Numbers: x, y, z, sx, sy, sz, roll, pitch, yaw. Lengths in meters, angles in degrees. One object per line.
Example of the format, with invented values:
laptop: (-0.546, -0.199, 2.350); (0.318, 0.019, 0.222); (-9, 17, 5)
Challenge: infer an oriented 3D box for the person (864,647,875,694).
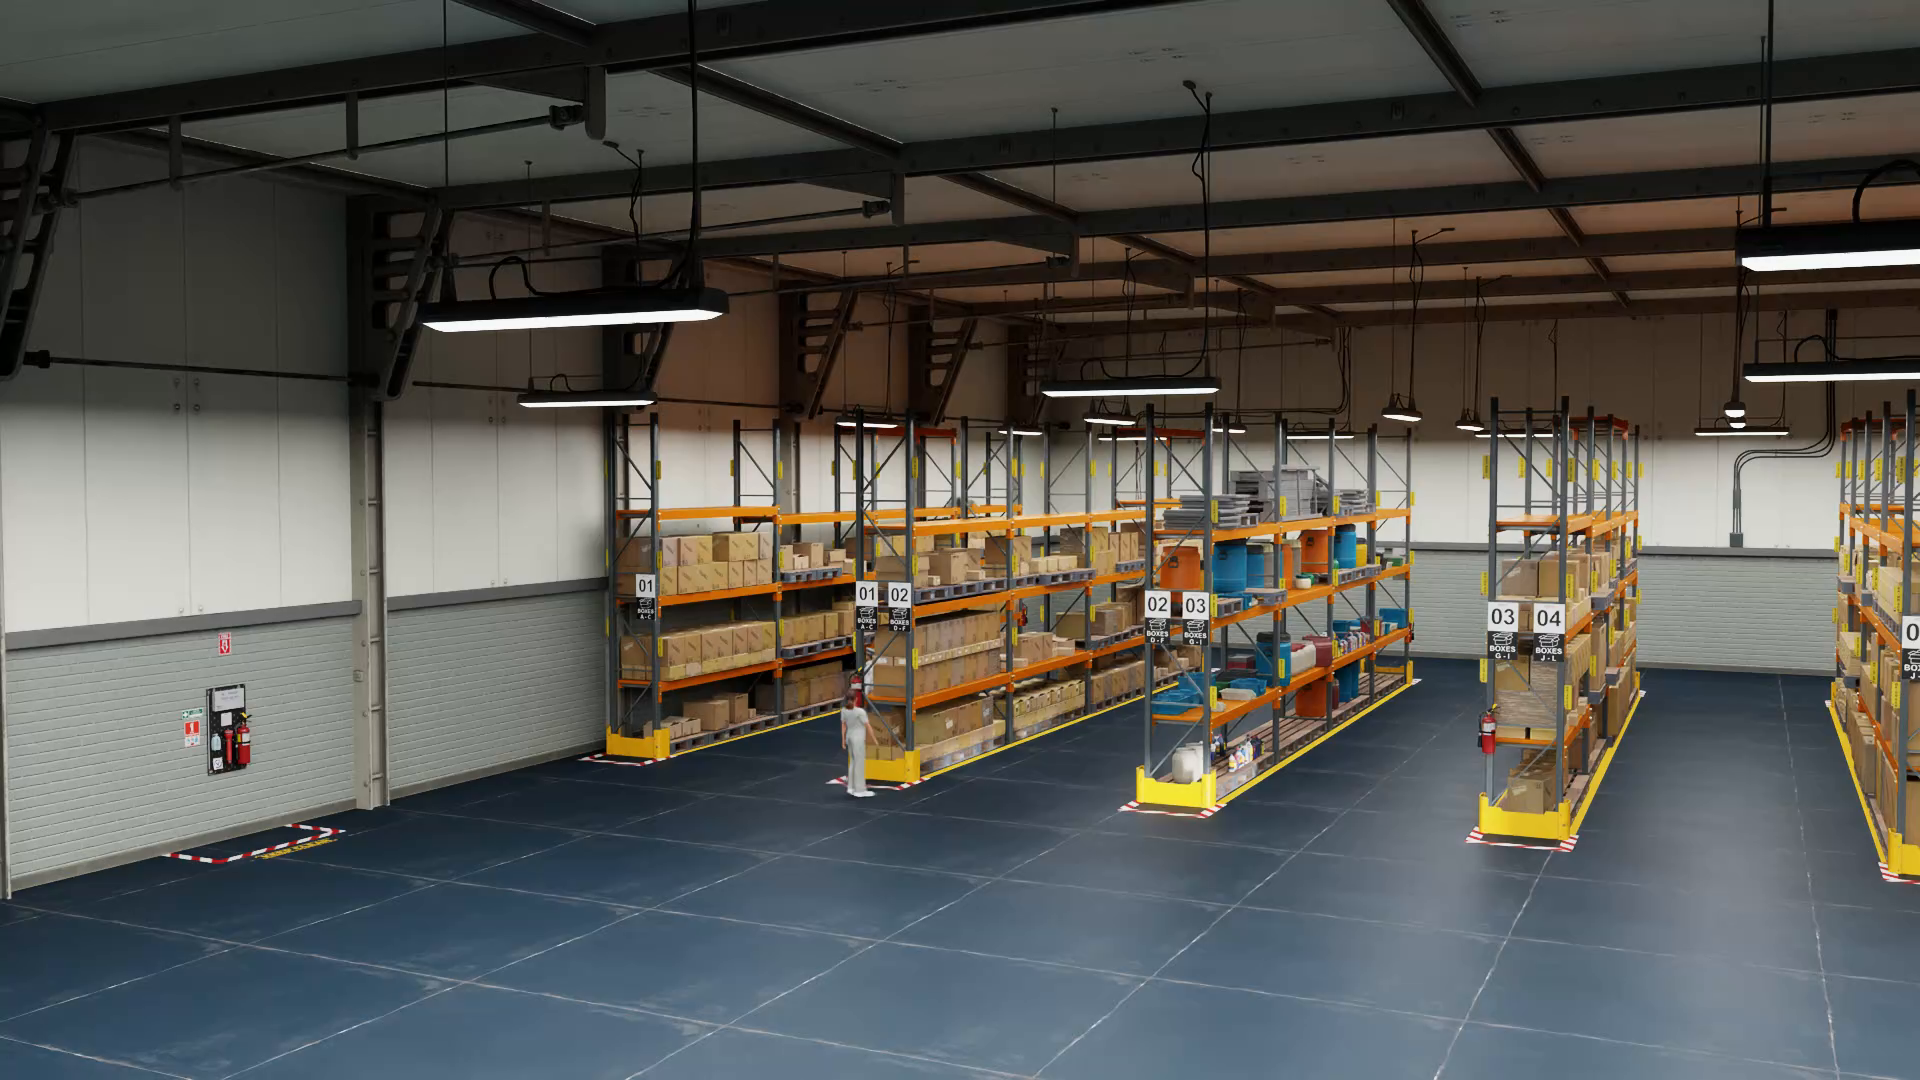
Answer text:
person: (-1.703, 2.854, 31.048); (0.343, 1.702, 0.507); (1, 2, 14)

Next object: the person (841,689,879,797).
person: (-1.557, 3.117, 25.433); (0.531, 1.718, 0.491); (-2, 3, -34)
